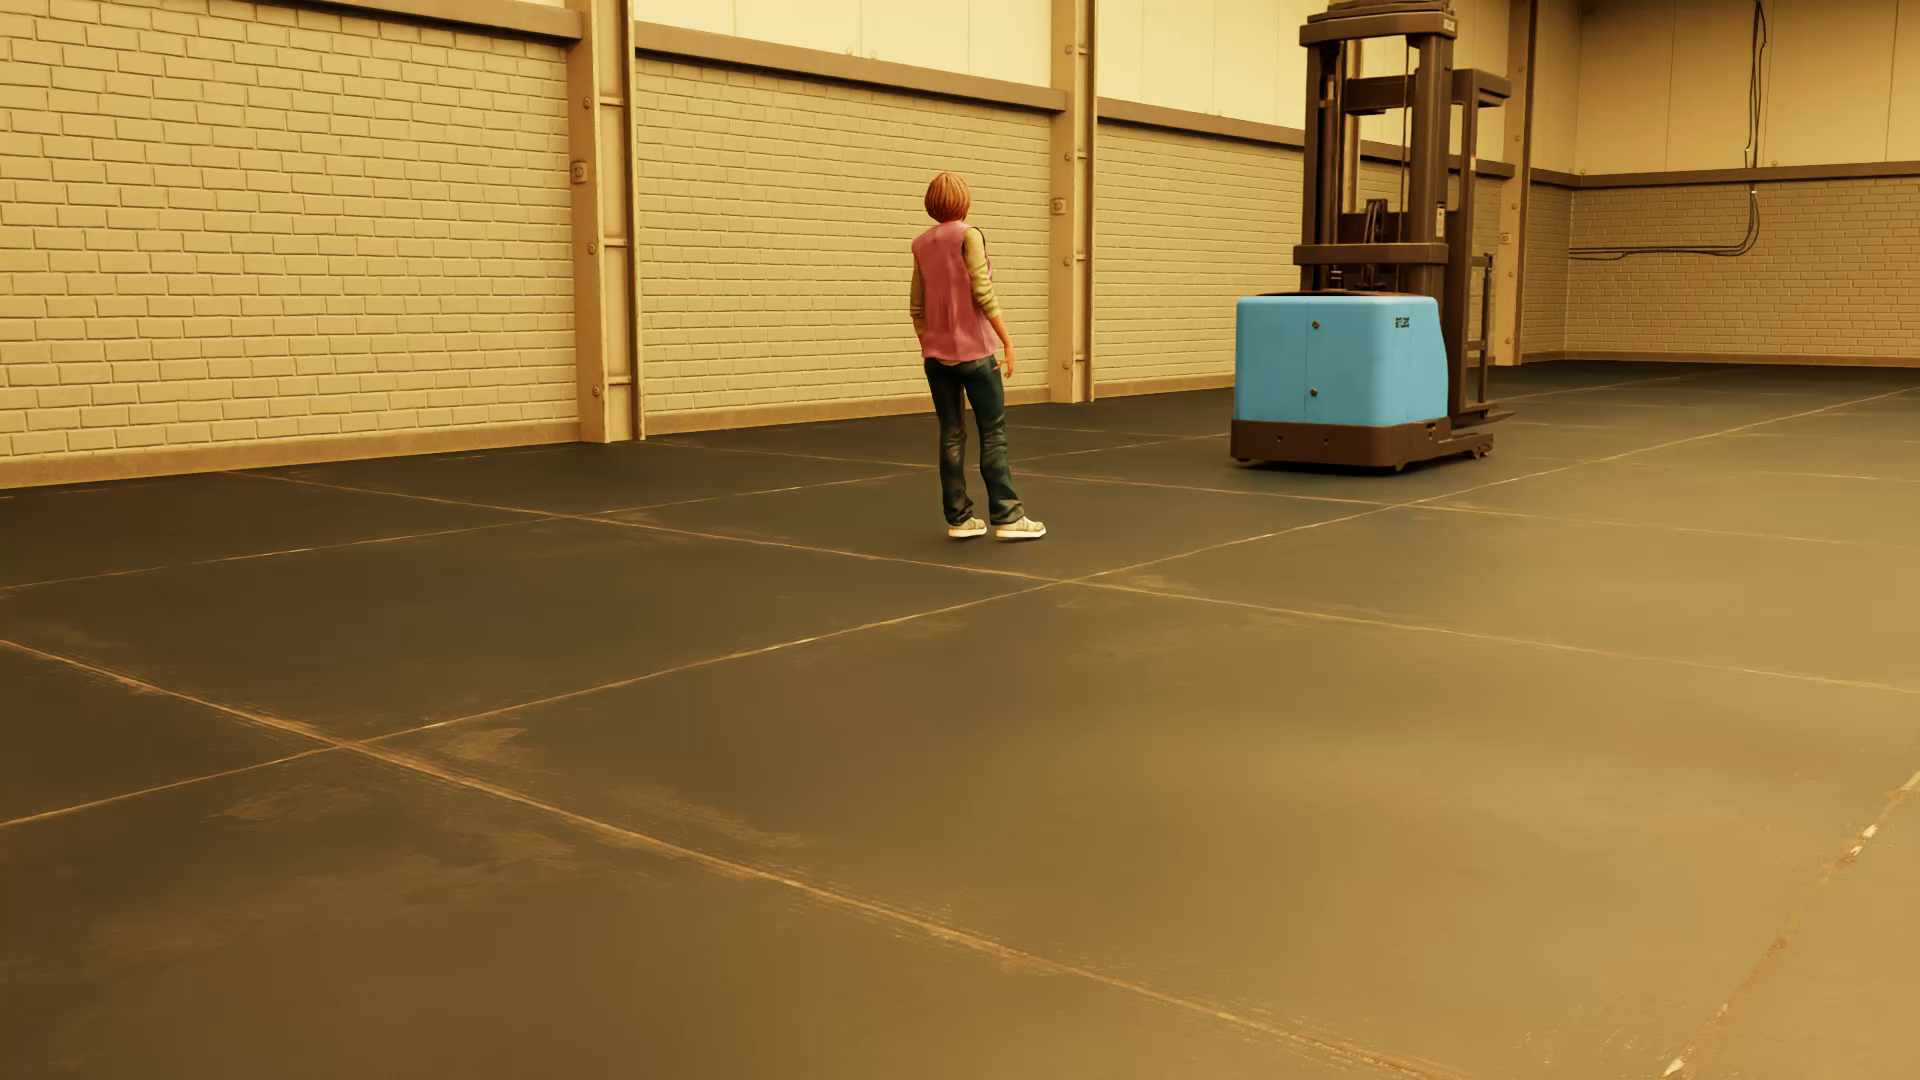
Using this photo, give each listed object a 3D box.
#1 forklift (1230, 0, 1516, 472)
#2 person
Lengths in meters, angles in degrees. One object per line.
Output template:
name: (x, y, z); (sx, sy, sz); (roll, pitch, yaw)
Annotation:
forklift: (2.972, -2.030, 11.153); (1.130, 2.935, 3.031); (6, 10, 35)
person: (0.057, -0.797, 7.337); (0.520, 1.582, 0.476); (7, 11, 38)
